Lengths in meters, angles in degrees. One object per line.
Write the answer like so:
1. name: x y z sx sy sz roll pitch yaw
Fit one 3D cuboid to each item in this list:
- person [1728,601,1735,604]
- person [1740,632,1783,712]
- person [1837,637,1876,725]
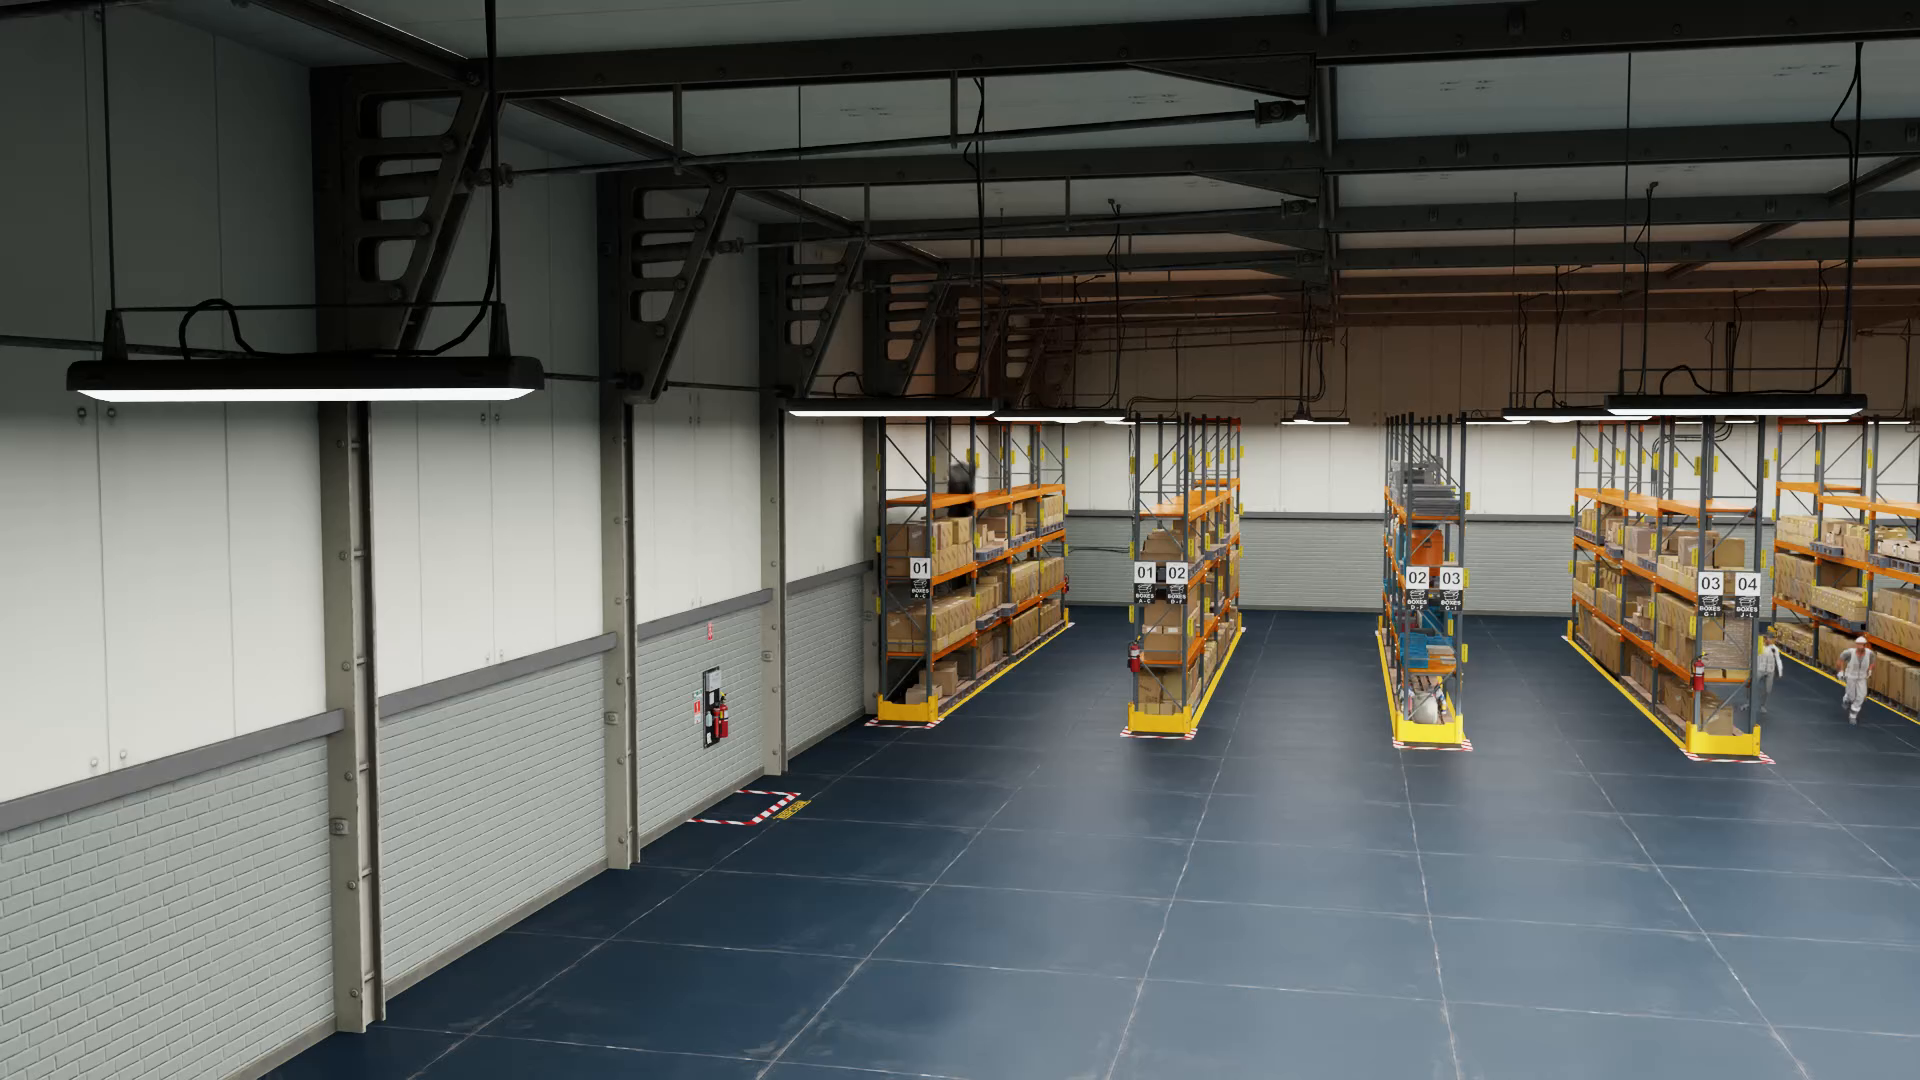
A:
1. person: 19.538 2.014 41.682 0.653 1.736 0.643 1 4 15
2. person: 16.069 2.647 33.321 0.722 1.643 0.534 1 4 17
3. person: 17.391 2.703 32.292 0.647 1.718 0.847 0 4 6
